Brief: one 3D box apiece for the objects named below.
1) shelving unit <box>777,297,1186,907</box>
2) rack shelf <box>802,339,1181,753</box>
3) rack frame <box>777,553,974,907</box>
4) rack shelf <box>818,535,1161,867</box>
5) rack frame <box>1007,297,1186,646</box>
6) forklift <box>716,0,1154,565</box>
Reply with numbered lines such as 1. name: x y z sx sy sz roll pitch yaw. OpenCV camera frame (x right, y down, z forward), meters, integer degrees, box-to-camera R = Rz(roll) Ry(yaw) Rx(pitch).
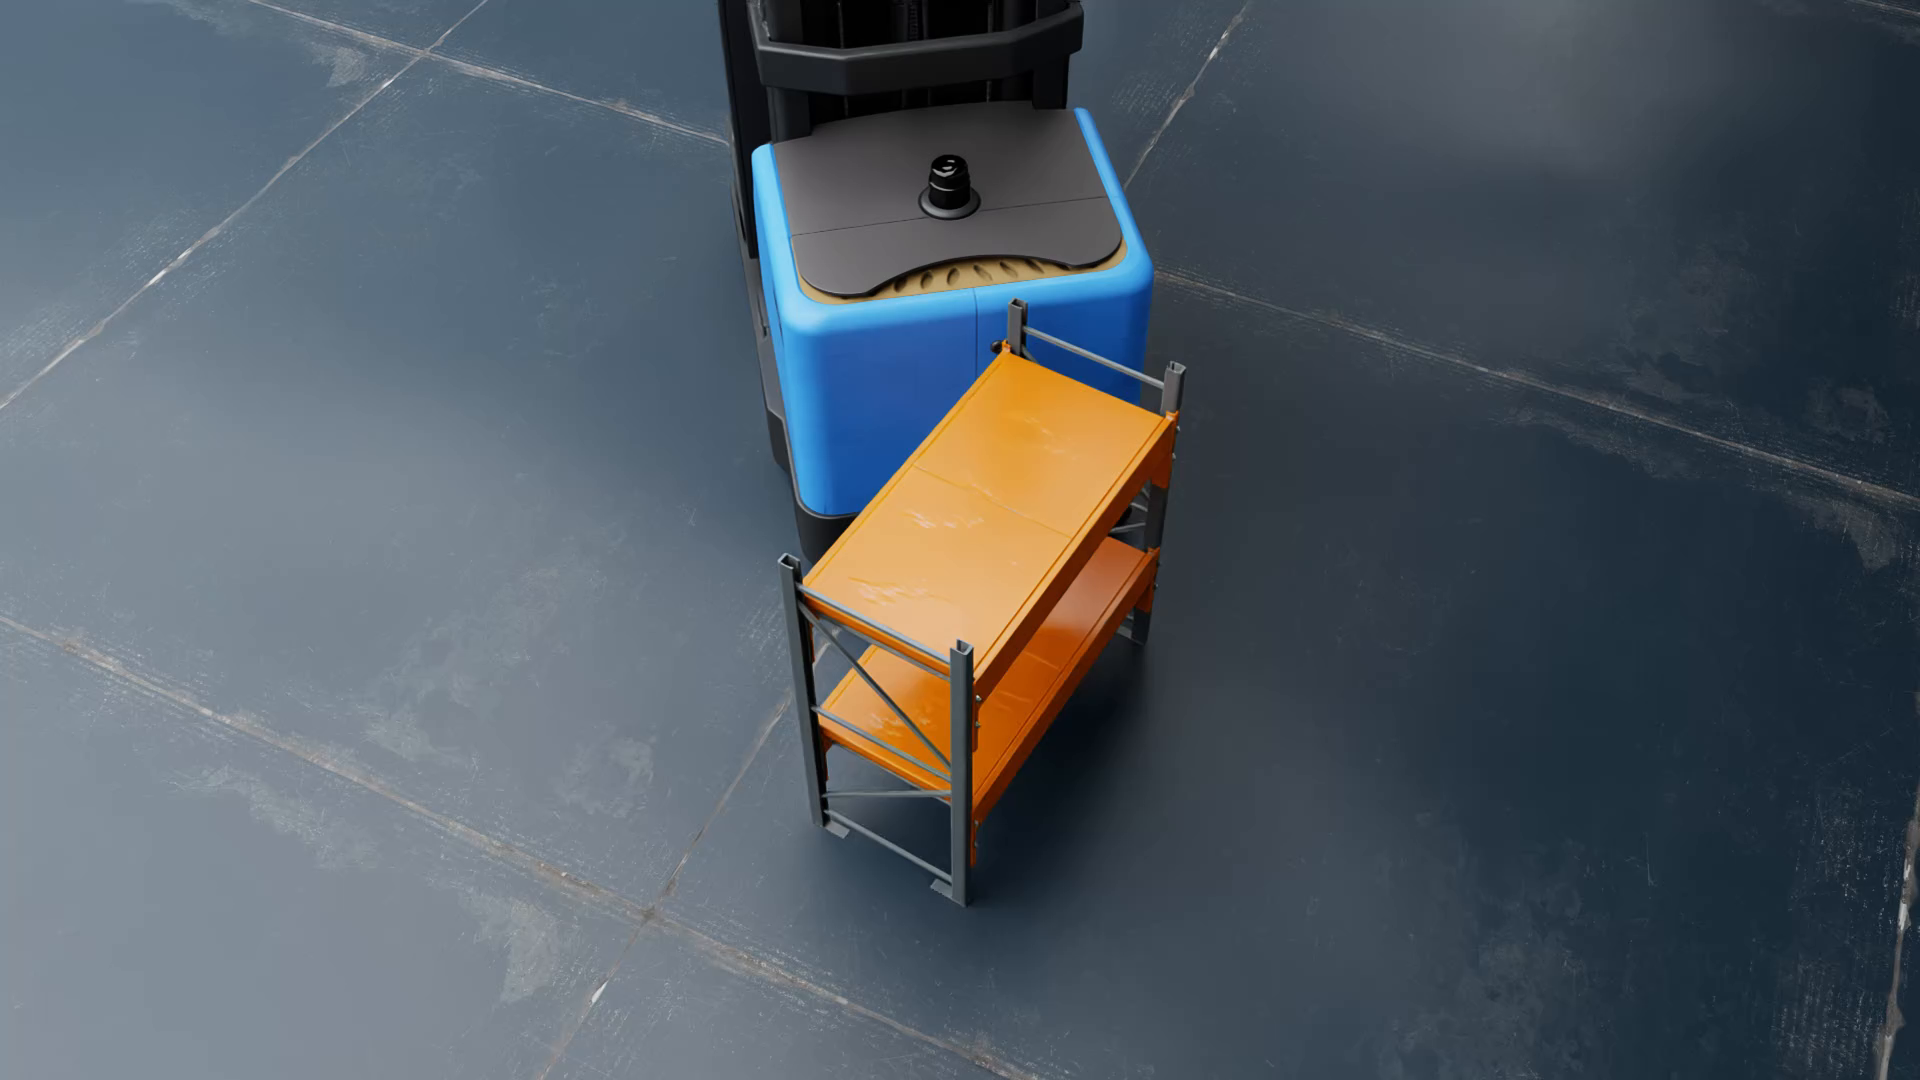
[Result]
1. shelving unit: 0.076 0.173 4.364 0.538 1.125 1.048 25 54 20
2. rack shelf: 0.076 -0.017 4.141 0.538 0.278 1.000 25 54 20
3. rack frame: -0.191 0.502 4.084 0.500 1.125 0.032 25 54 20
4. rack shelf: 0.076 0.331 4.550 0.538 0.278 1.000 25 54 20
5. rack frame: 0.344 -0.156 4.645 0.500 1.125 0.032 25 54 20
6. forklift: -0.243 -2.004 5.031 1.130 2.935 3.031 -8 50 -7
